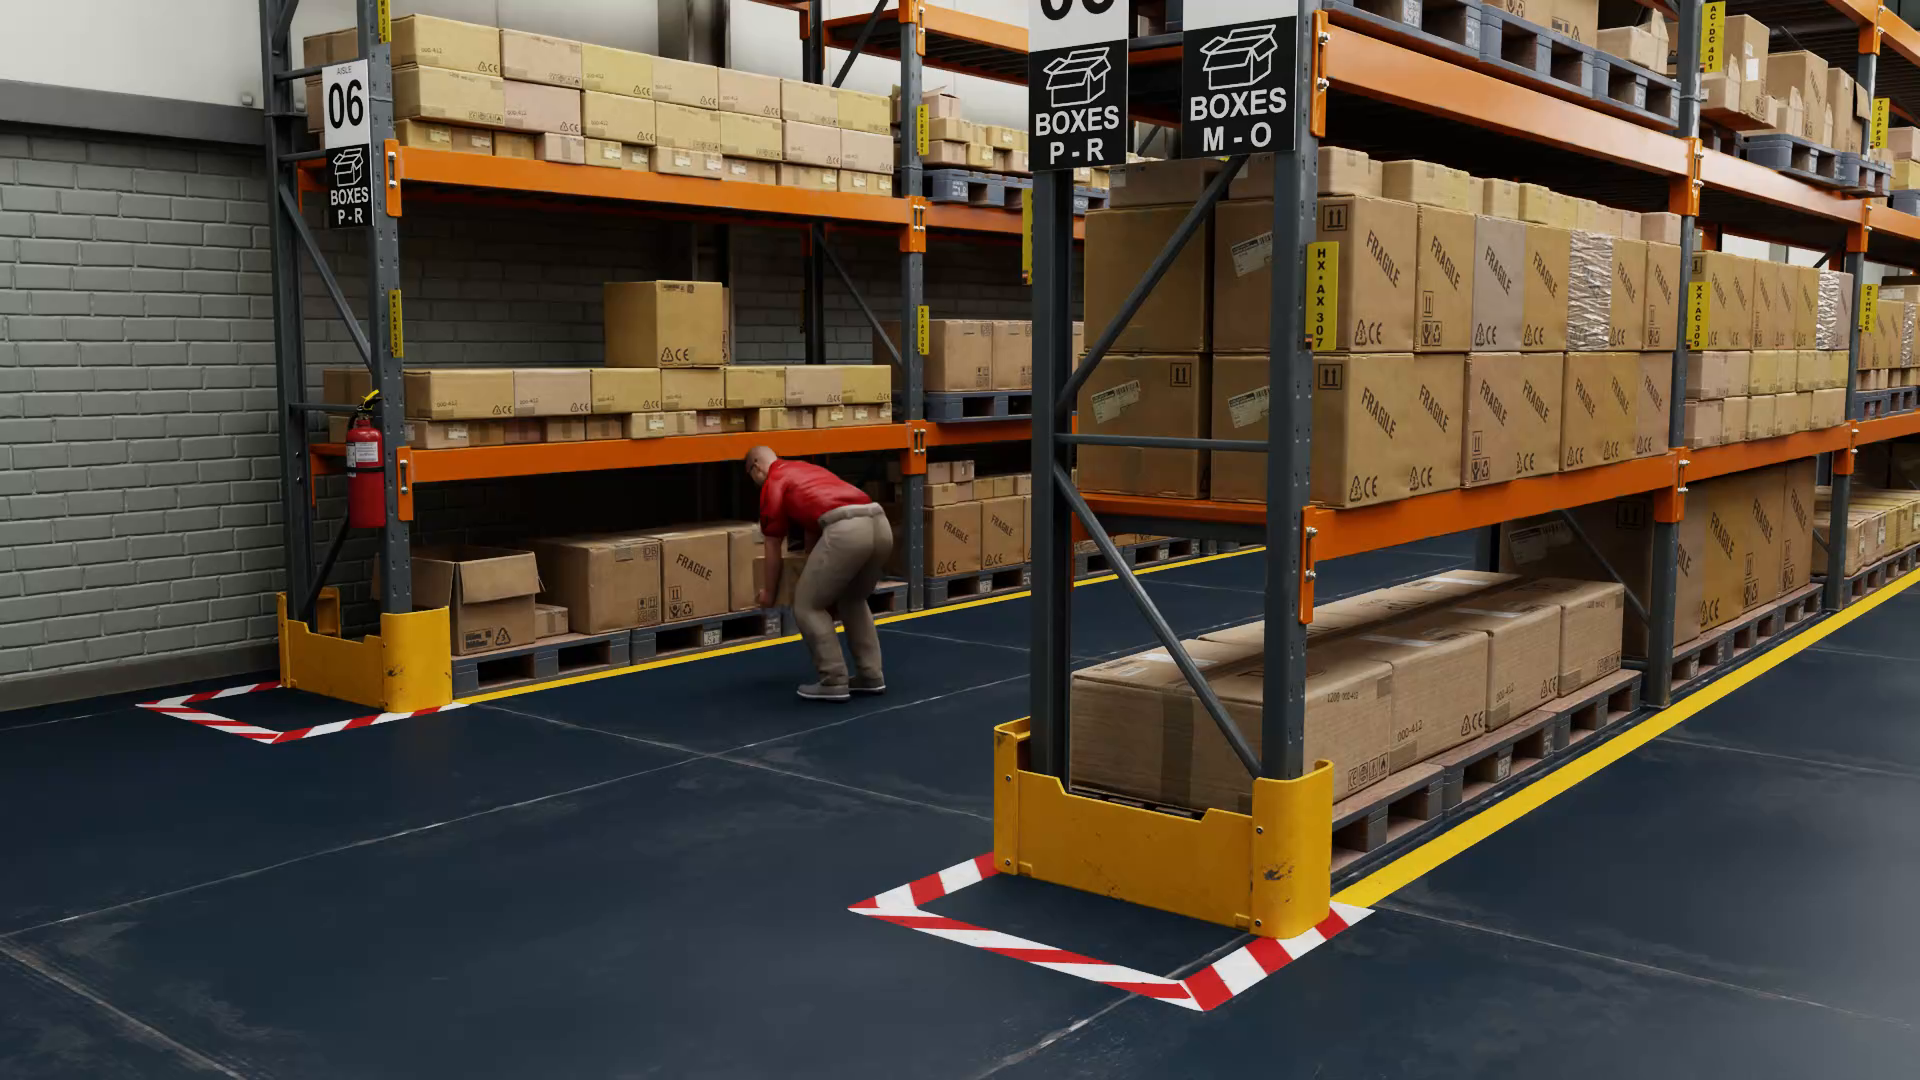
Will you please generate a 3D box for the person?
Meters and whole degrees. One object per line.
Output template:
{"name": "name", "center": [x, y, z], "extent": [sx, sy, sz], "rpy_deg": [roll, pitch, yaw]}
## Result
{"name": "person", "center": [-0.773, 0.160, 8.798], "extent": [0.898, 1.302, 0.495], "rpy_deg": [5, 8, 36]}
